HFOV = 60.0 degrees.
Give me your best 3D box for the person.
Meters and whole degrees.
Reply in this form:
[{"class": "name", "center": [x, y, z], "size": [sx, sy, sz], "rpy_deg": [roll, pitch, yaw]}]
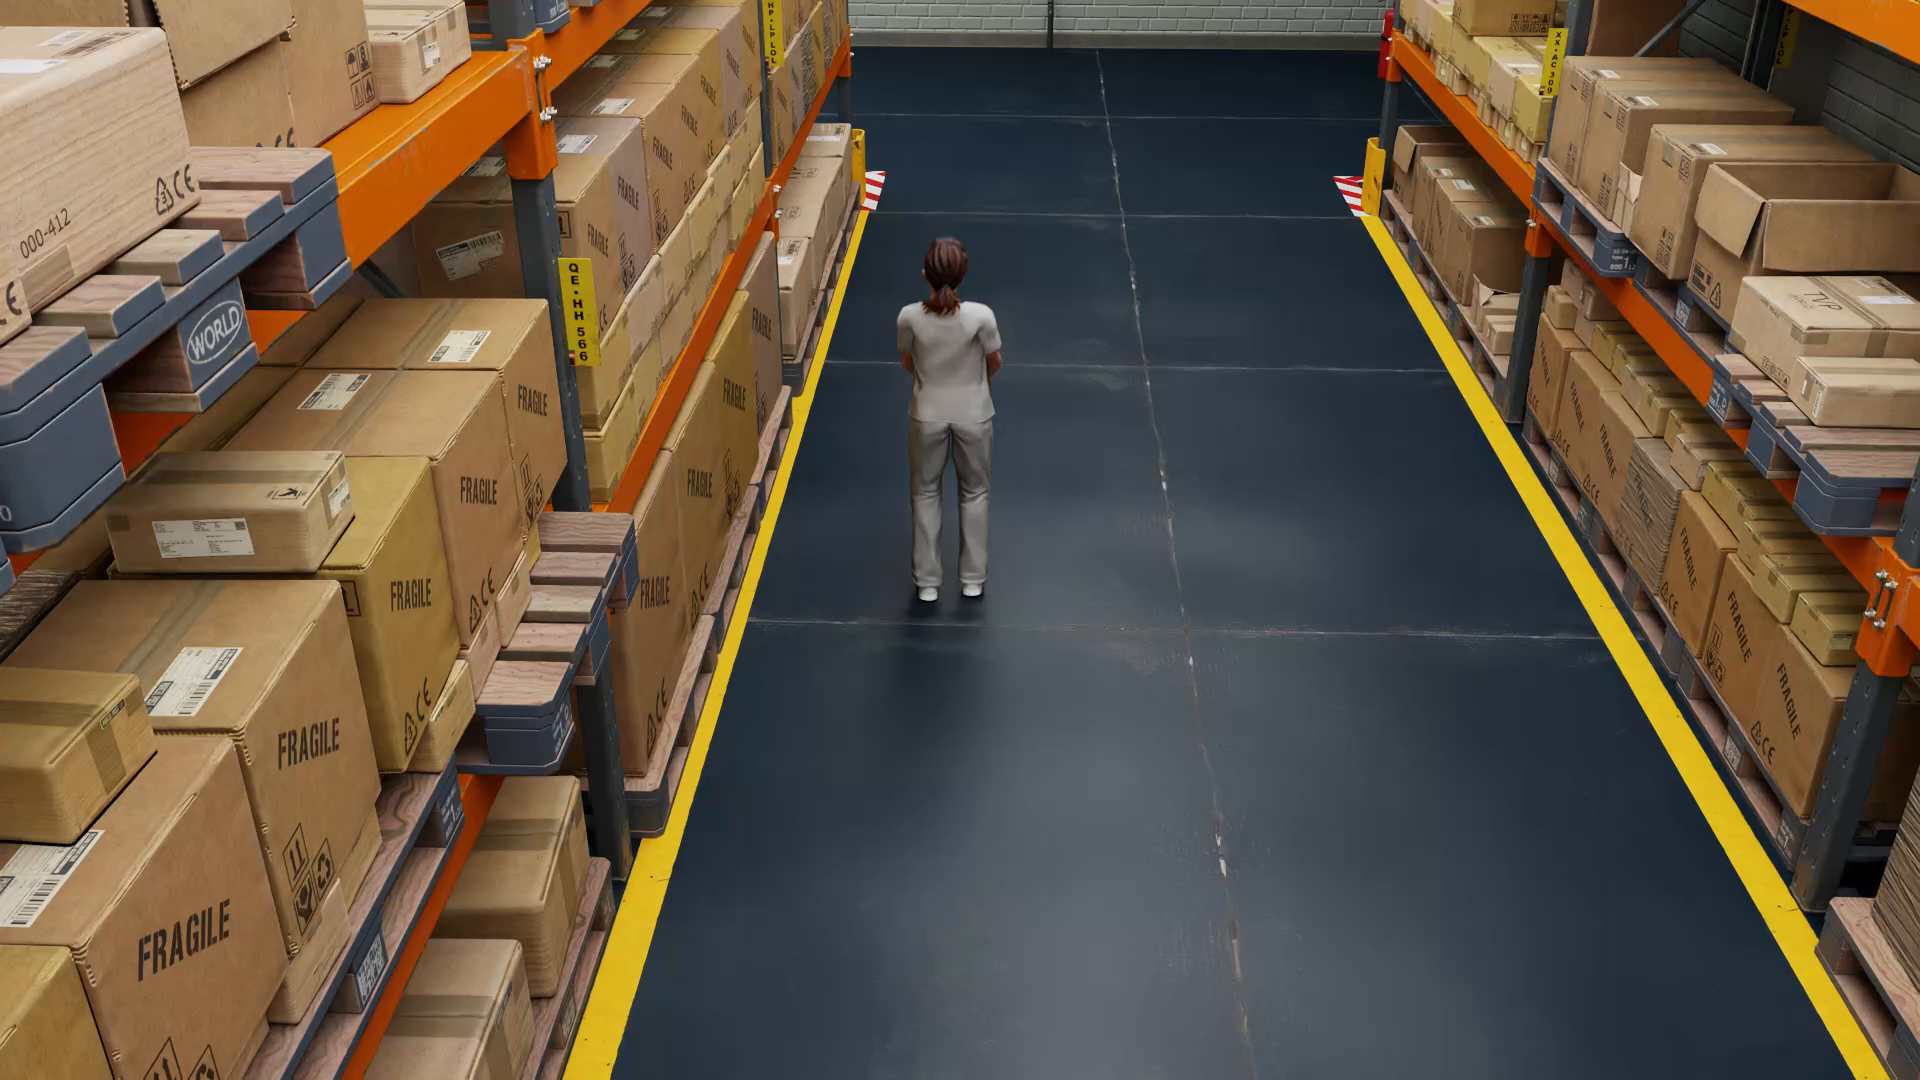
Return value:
[{"class": "person", "center": [-0.041, -0.532, 7.134], "size": [0.437, 1.662, 0.555], "rpy_deg": [1, 28, 3]}]
